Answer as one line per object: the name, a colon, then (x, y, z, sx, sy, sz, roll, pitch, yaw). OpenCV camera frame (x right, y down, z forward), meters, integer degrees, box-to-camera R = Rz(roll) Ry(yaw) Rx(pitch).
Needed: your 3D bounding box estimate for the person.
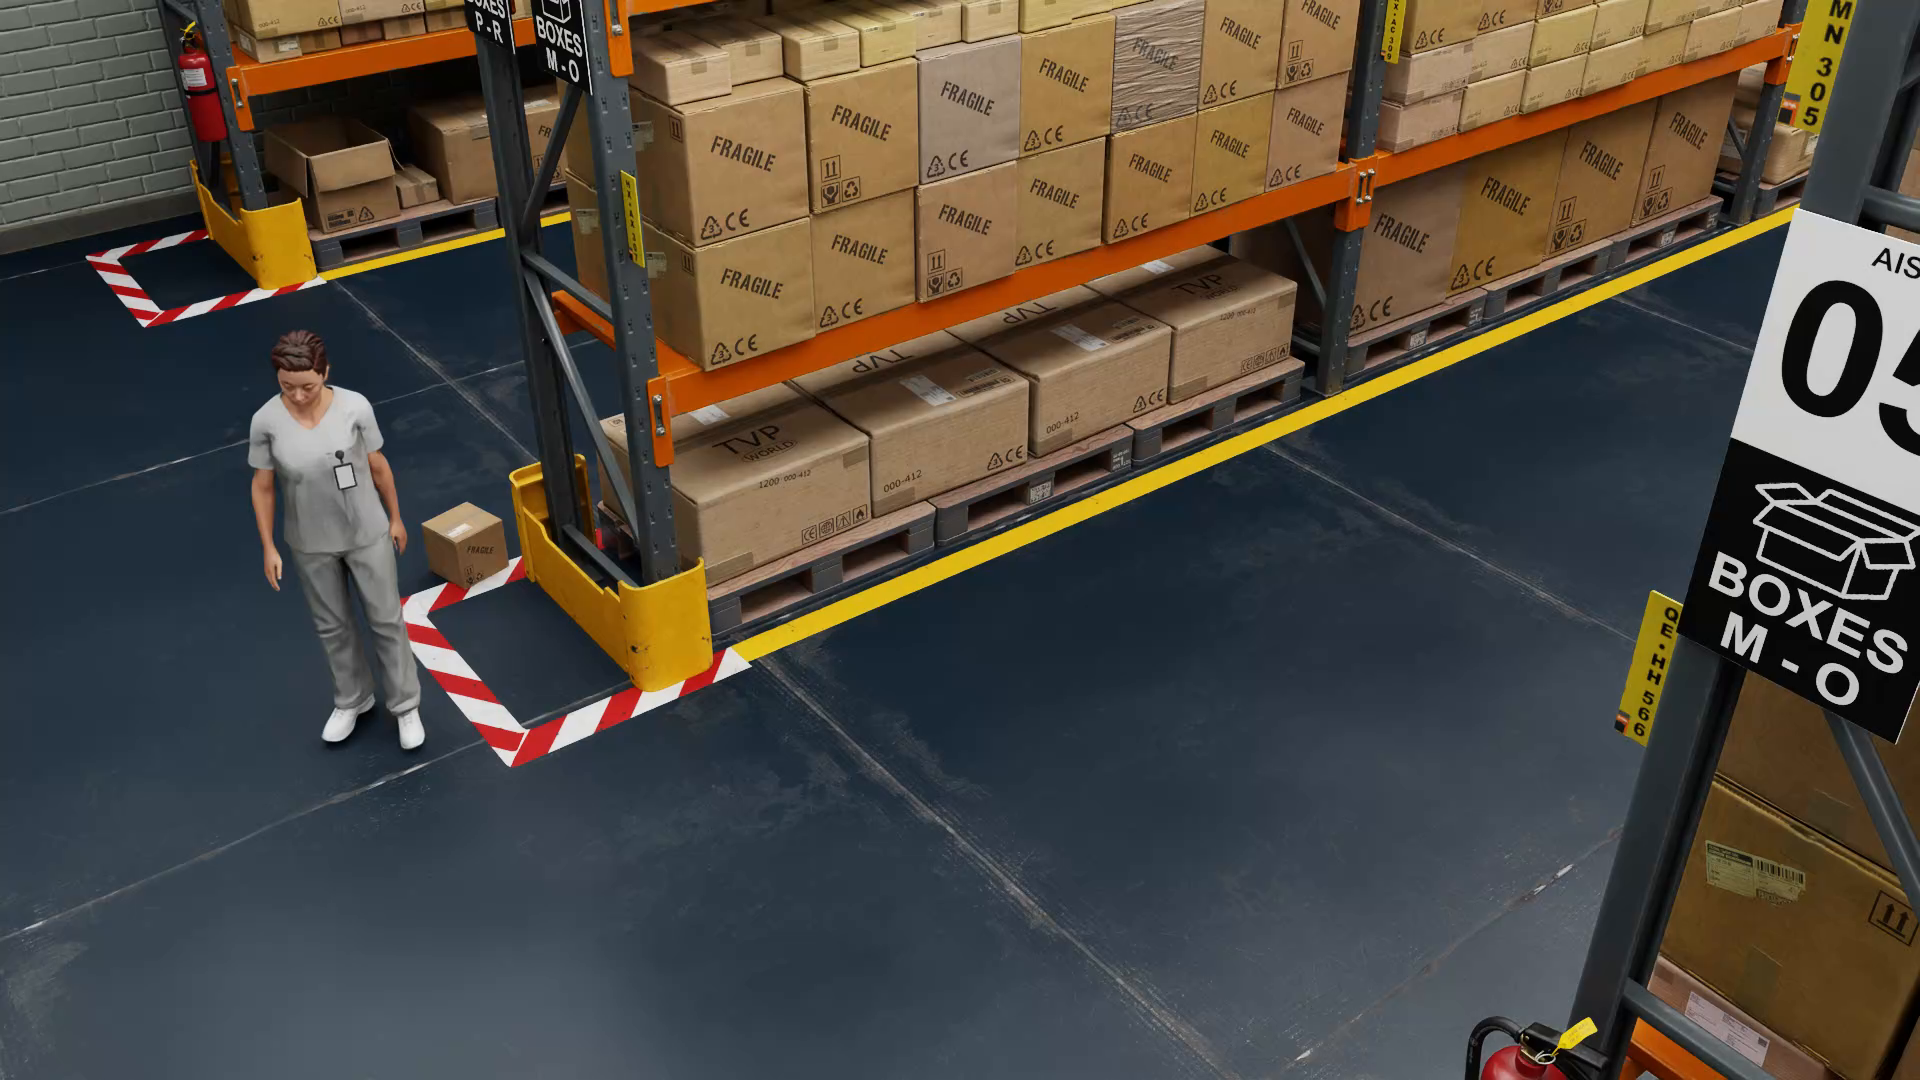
person: (-2.290, 0.015, 6.086, 0.490, 1.691, 0.413, -8, 33, -12)
